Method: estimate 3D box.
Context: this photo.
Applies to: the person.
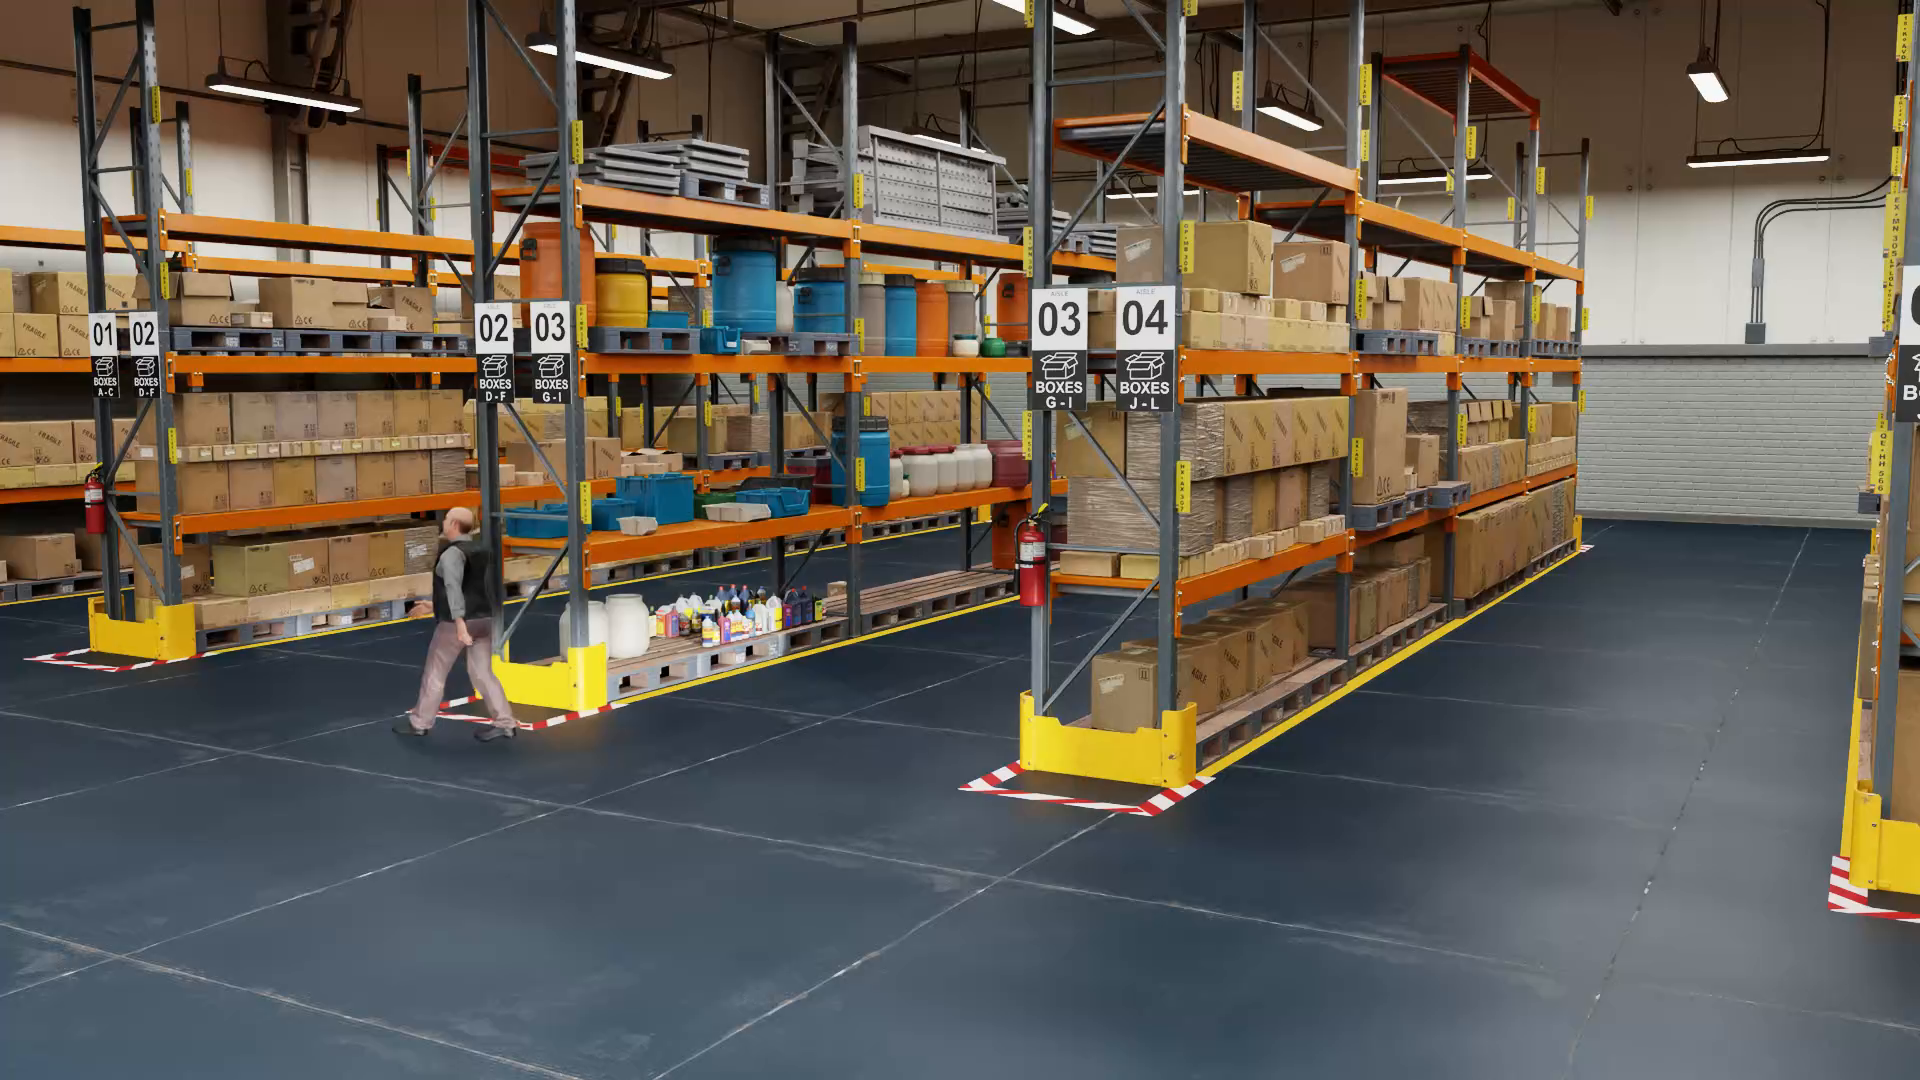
[{"bbox_3d":[-3.638,0.593,11.904,1.003,1.653,0.636,2,6,16],"label":"person"}]
